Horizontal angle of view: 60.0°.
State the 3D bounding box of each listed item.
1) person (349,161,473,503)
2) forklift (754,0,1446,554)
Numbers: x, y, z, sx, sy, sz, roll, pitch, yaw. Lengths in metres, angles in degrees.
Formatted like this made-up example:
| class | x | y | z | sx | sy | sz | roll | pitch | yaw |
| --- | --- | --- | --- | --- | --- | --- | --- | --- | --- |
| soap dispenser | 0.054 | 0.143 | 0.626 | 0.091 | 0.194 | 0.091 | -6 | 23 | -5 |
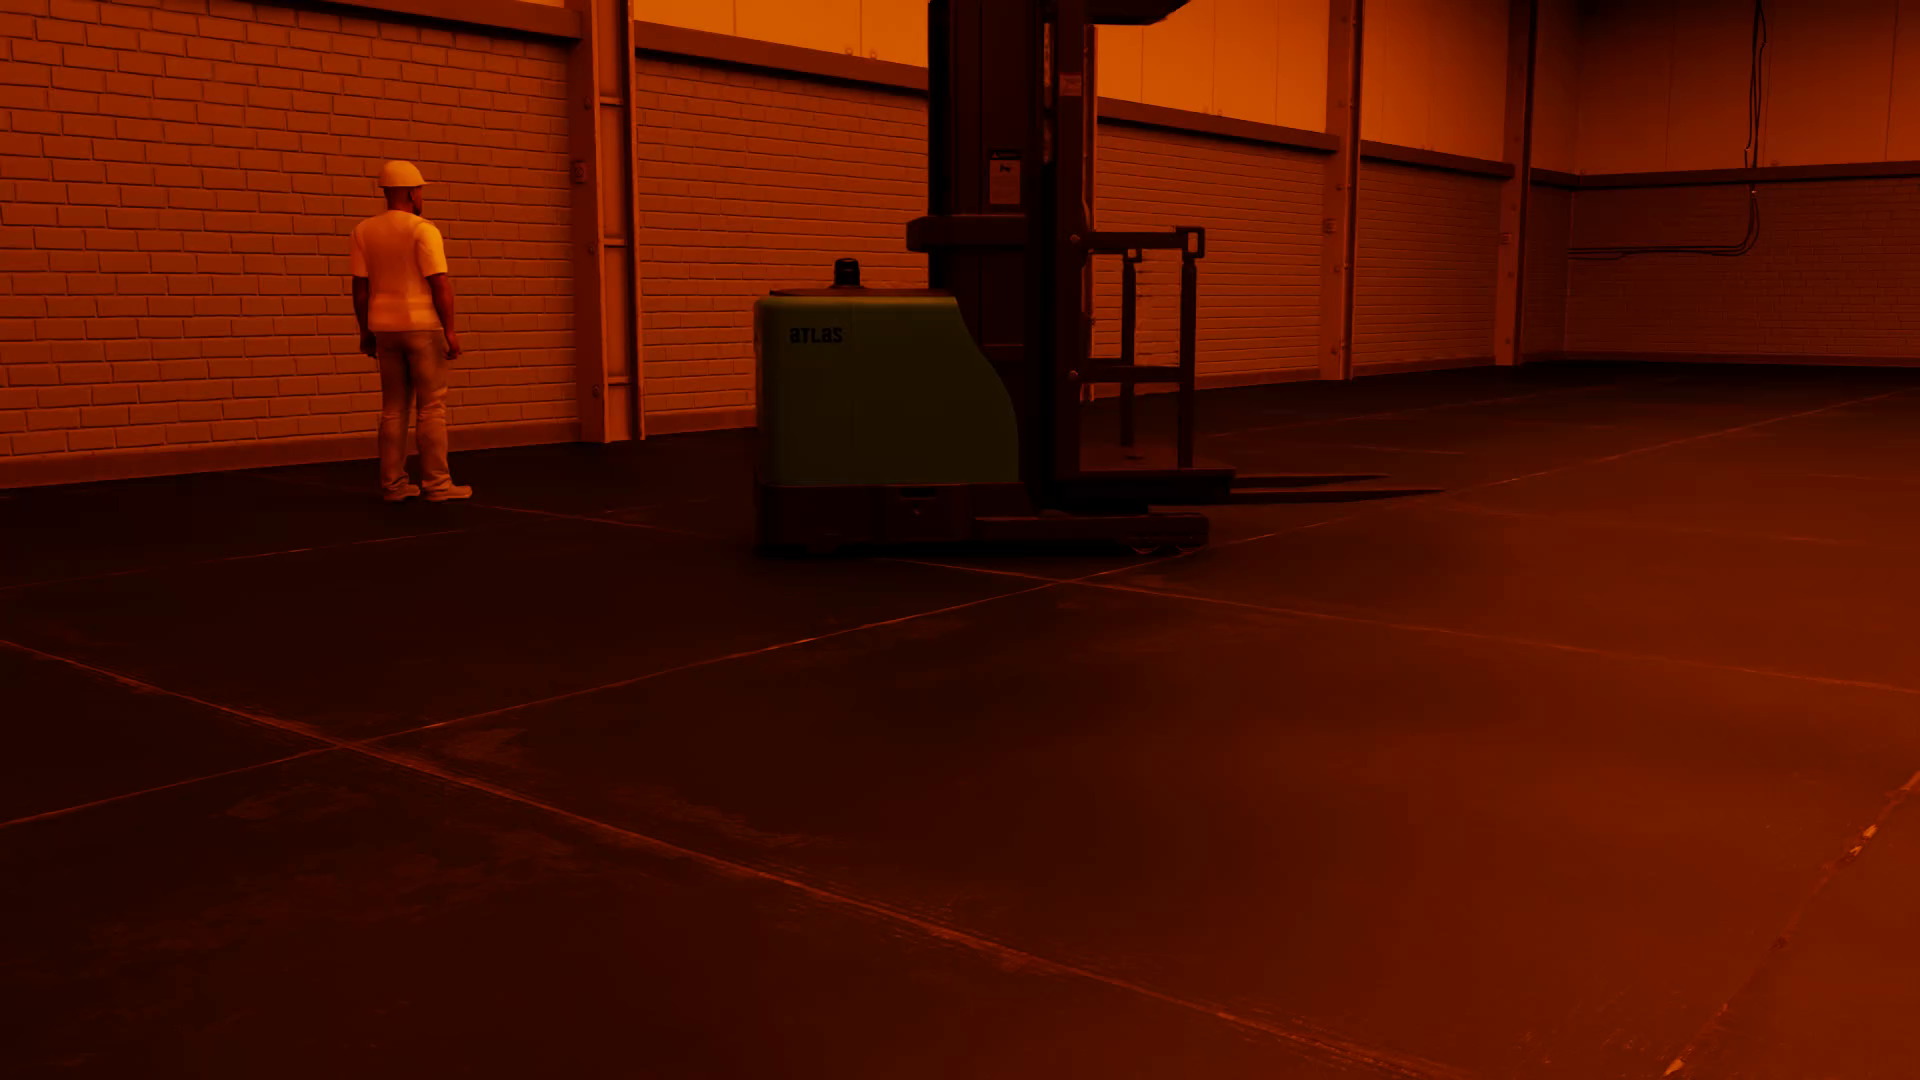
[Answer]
| class | x | y | z | sx | sy | sz | roll | pitch | yaw |
| --- | --- | --- | --- | --- | --- | --- | --- | --- | --- |
| person | -2.881 | -1.089 | 8.746 | 0.594 | 1.771 | 0.379 | 3 | 9 | 17 |
| forklift | 0.613 | -1.467 | 7.305 | 3.031 | 2.935 | 1.130 | -1 | 8 | -9 |
